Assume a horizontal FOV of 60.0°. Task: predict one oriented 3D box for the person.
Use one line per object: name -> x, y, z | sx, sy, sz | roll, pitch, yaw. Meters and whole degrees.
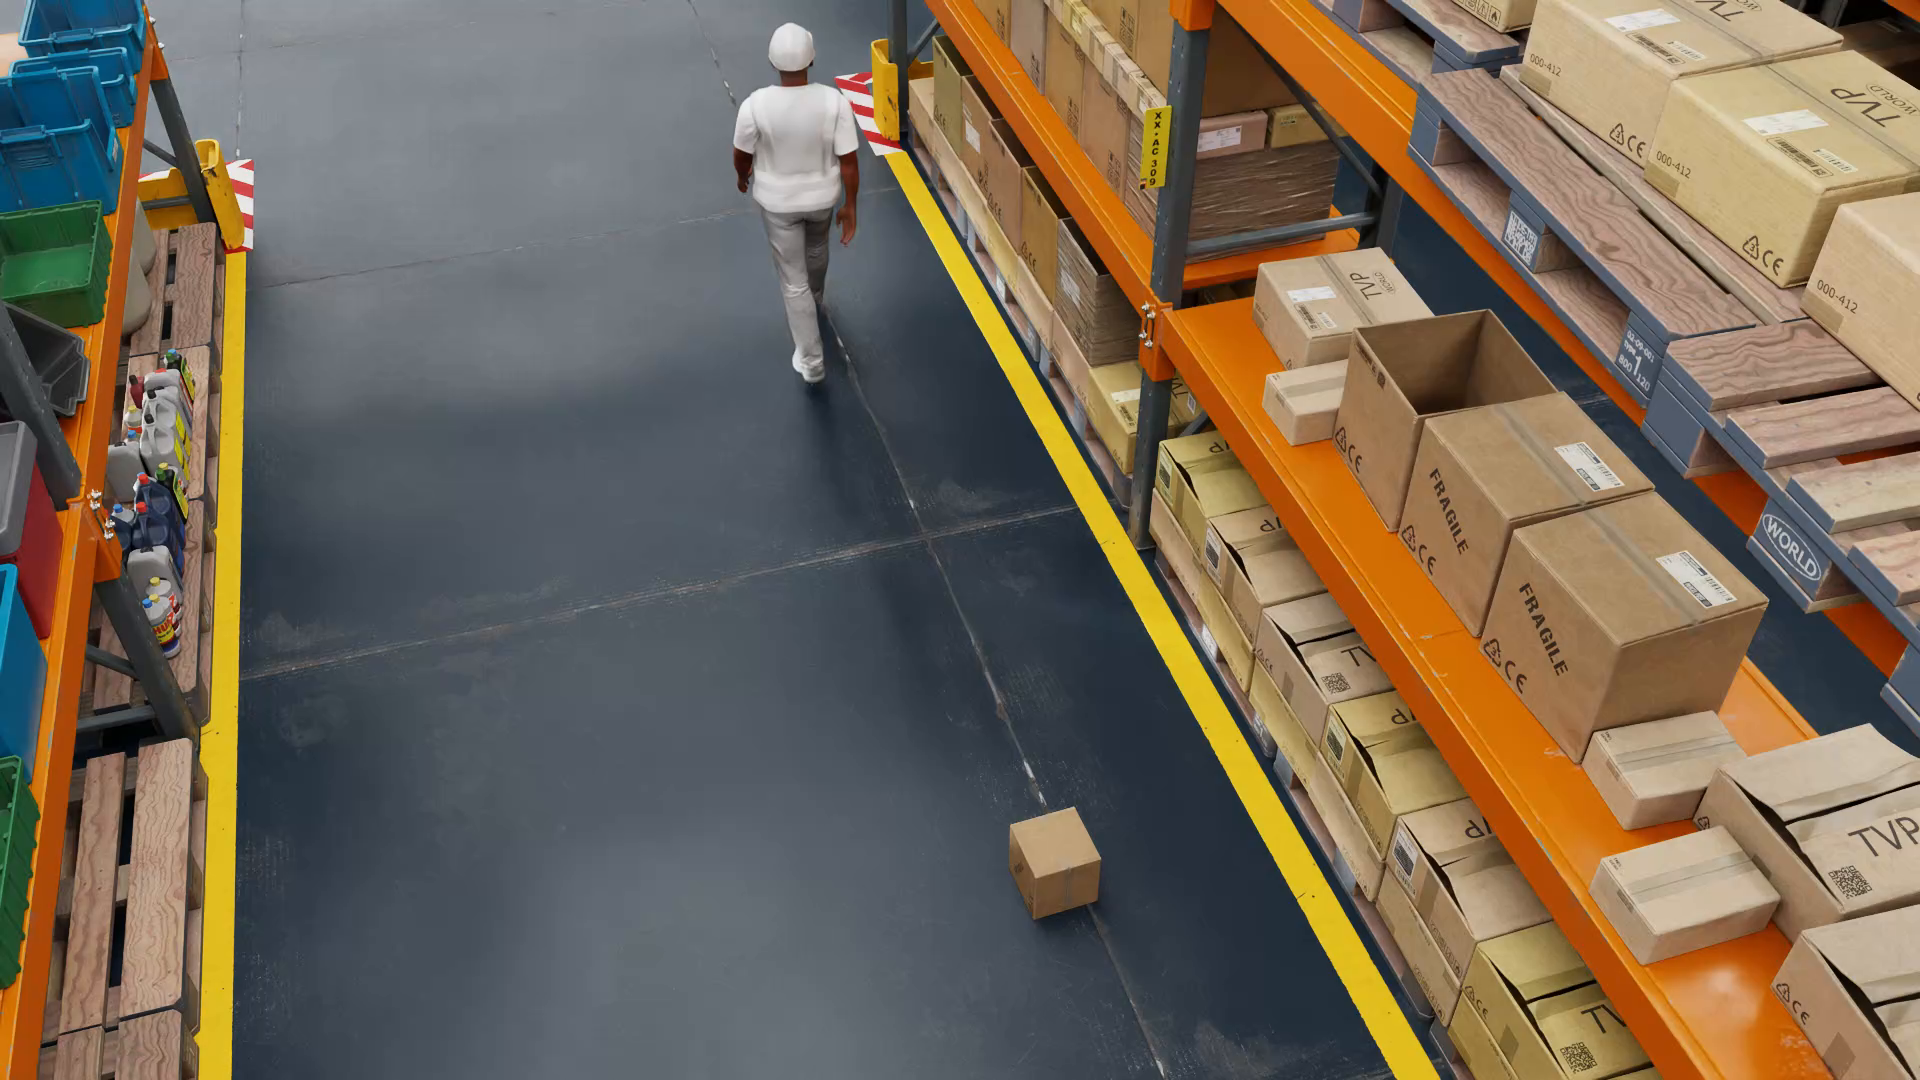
person -> -0.797, -1.701, 8.037 | 0.561, 1.722, 1.057 | -12, 43, -13
